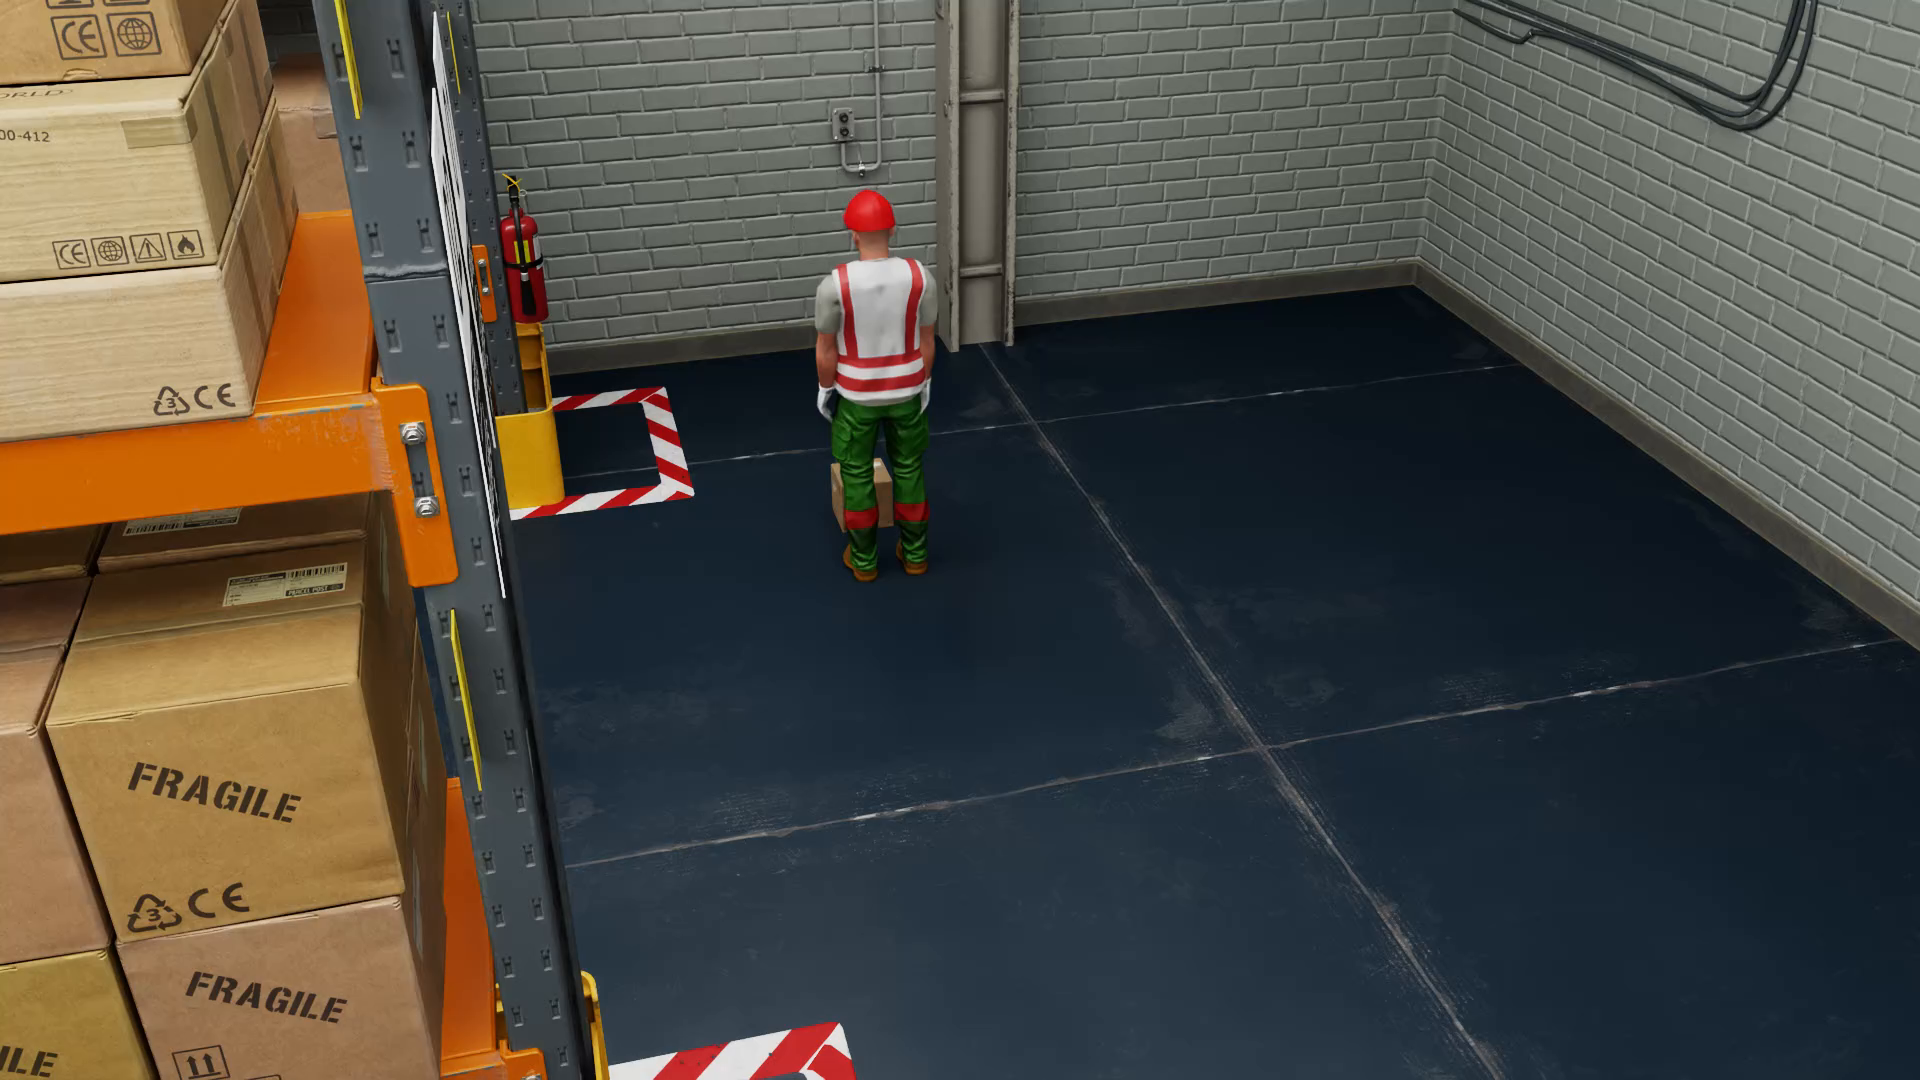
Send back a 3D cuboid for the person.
[{"bbox_3d":[-0.363,-0.648,7.235,0.527,1.779,0.347,-7,31,-12],"label":"person"}]
